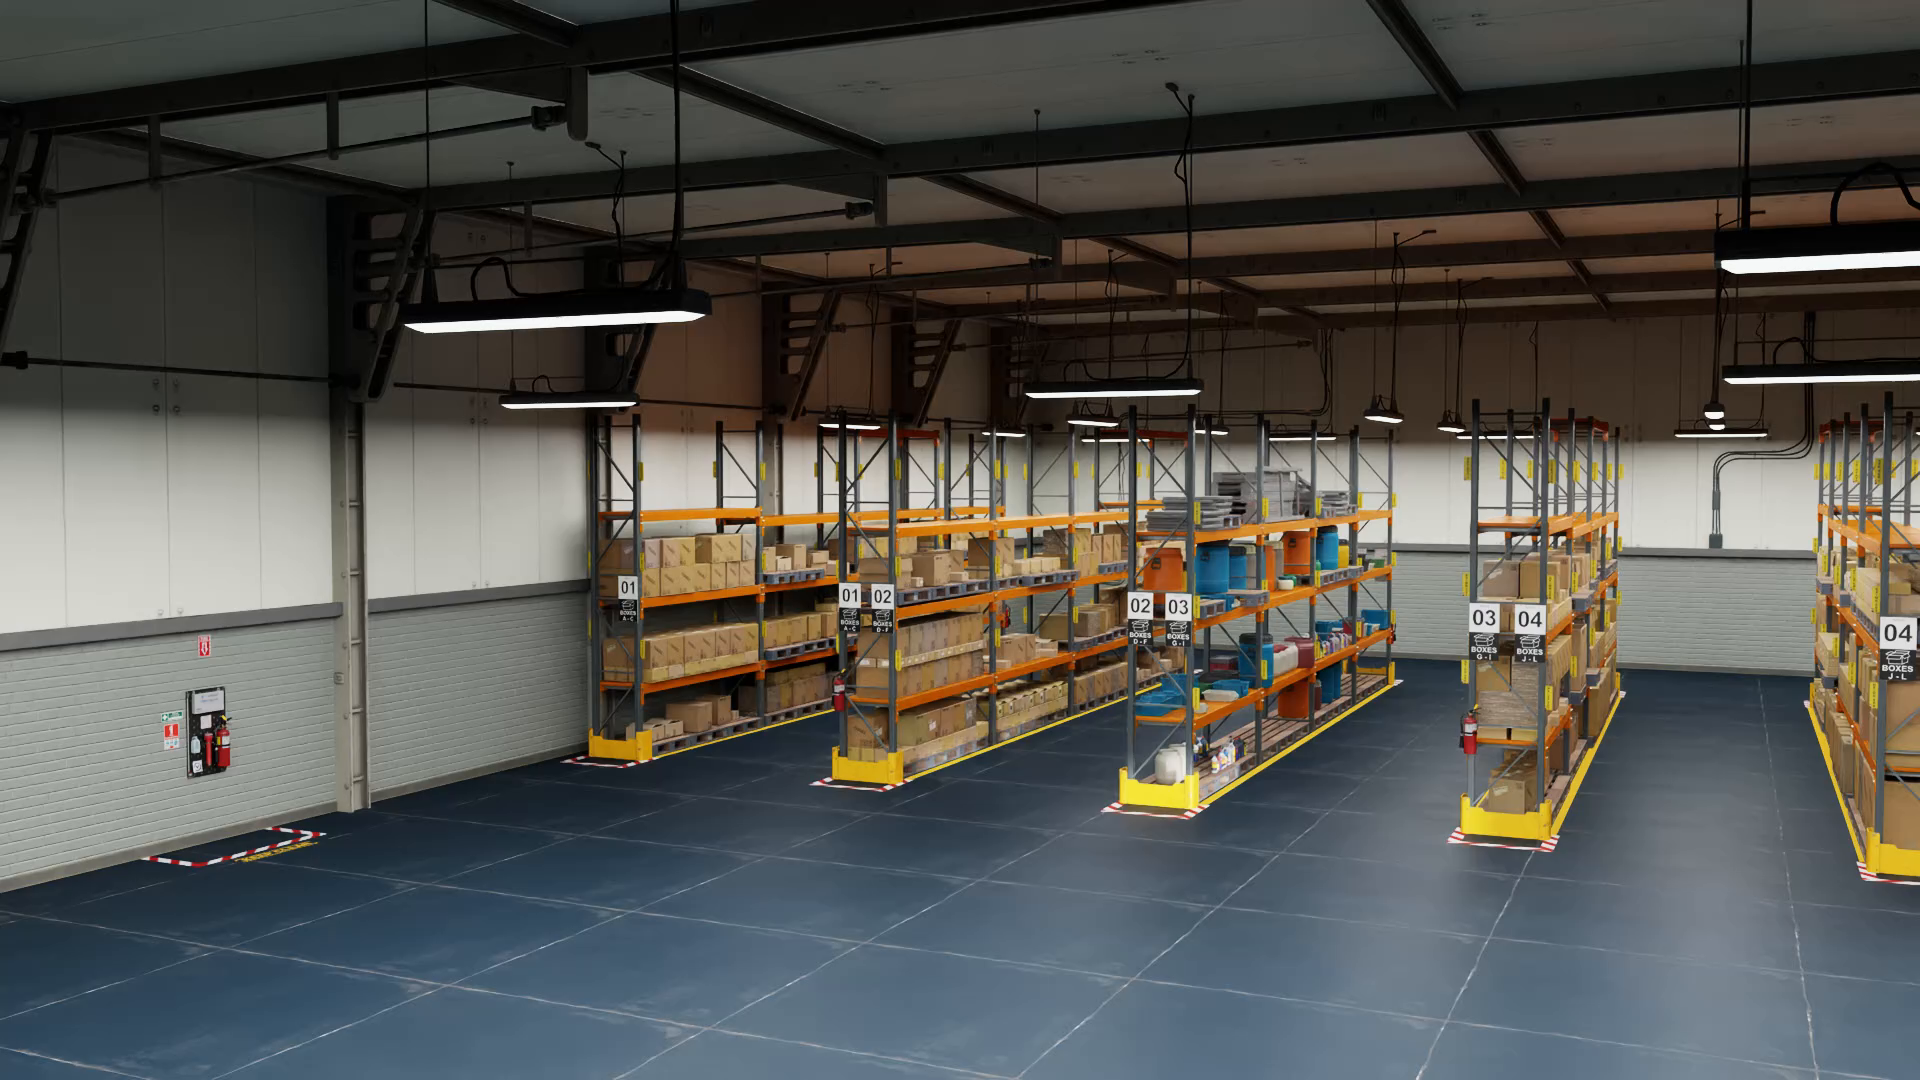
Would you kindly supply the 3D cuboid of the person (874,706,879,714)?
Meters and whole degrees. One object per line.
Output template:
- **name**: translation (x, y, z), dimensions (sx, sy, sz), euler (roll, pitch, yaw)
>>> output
- **person**: translation (-1.499, 2.742, 33.256), dimensions (0.545, 1.780, 0.823), euler (1, 3, 32)
